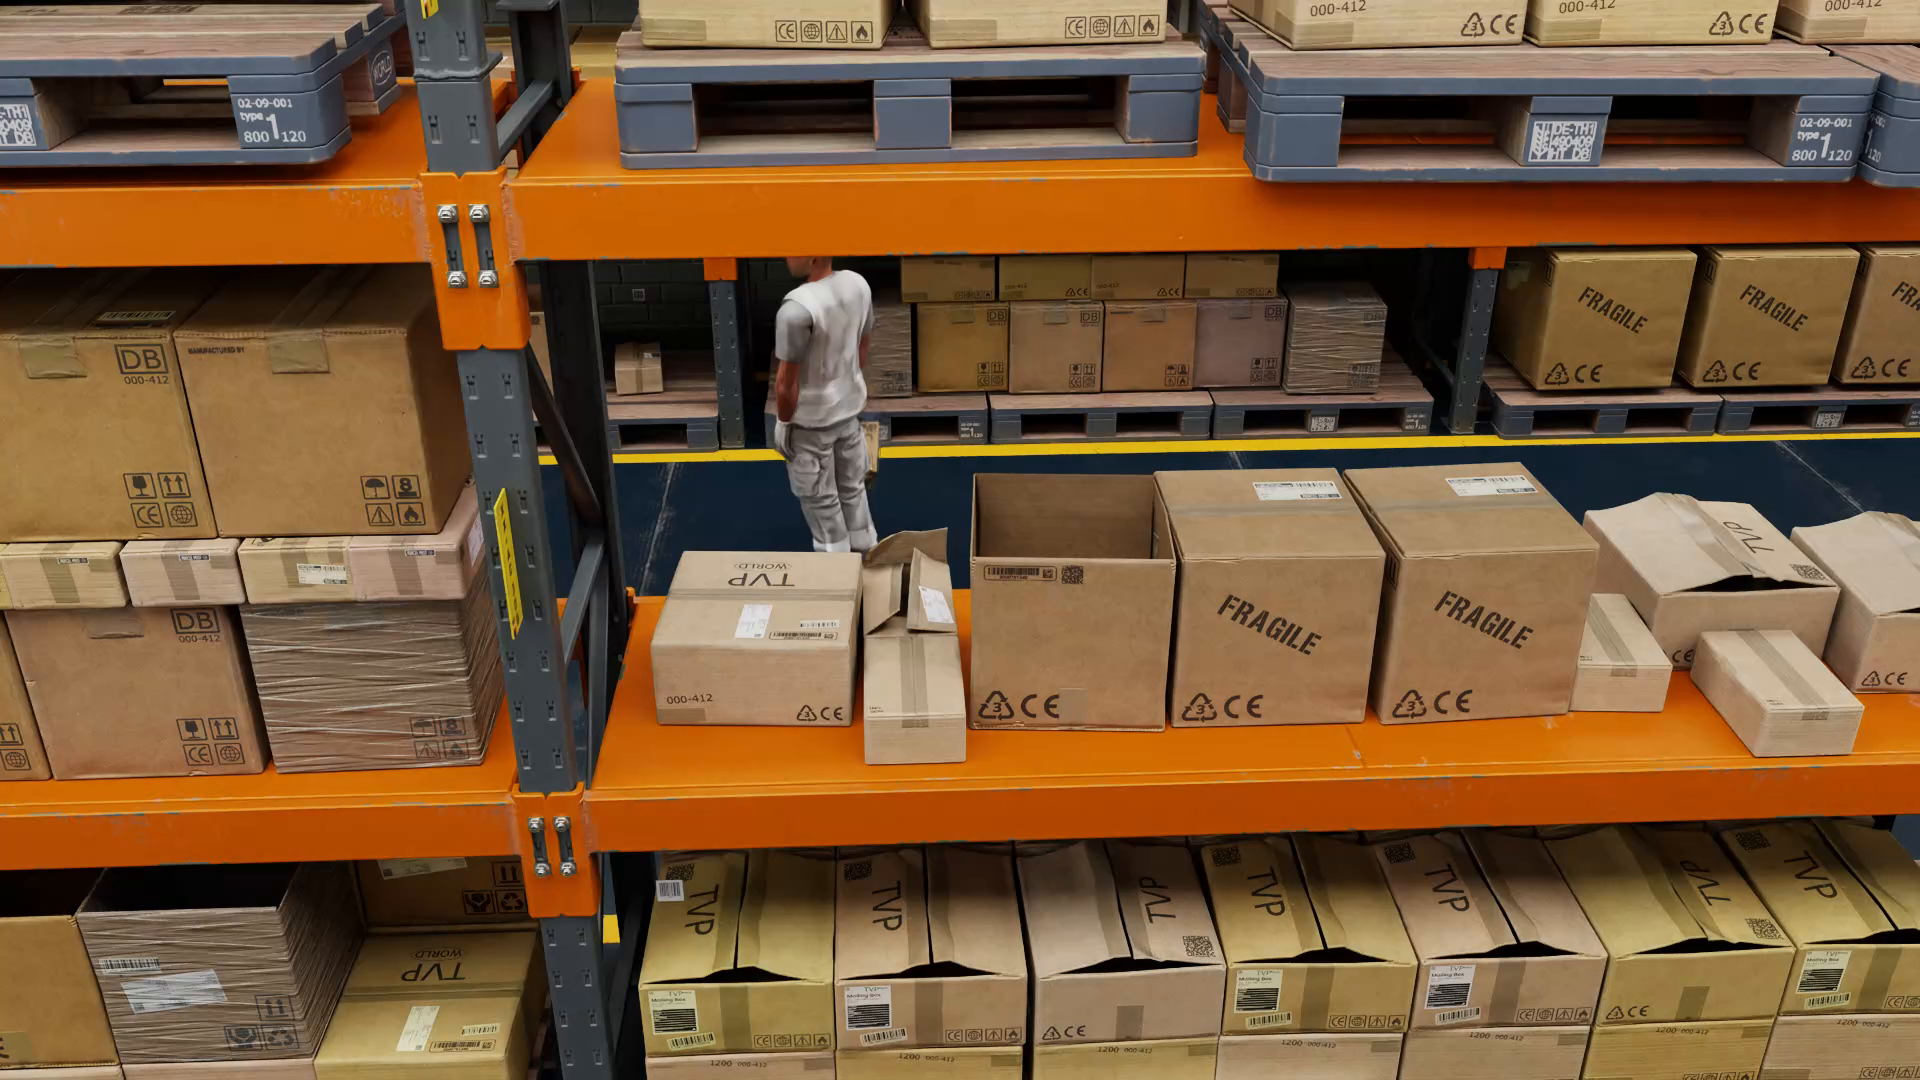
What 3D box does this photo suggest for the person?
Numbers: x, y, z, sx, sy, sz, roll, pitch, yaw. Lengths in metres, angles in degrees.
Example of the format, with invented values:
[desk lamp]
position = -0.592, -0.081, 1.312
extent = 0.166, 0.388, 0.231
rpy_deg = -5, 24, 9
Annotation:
[person]
position = -0.573, -0.552, 7.121
extent = 0.383, 1.791, 0.632
rpy_deg = 23, 35, 37
